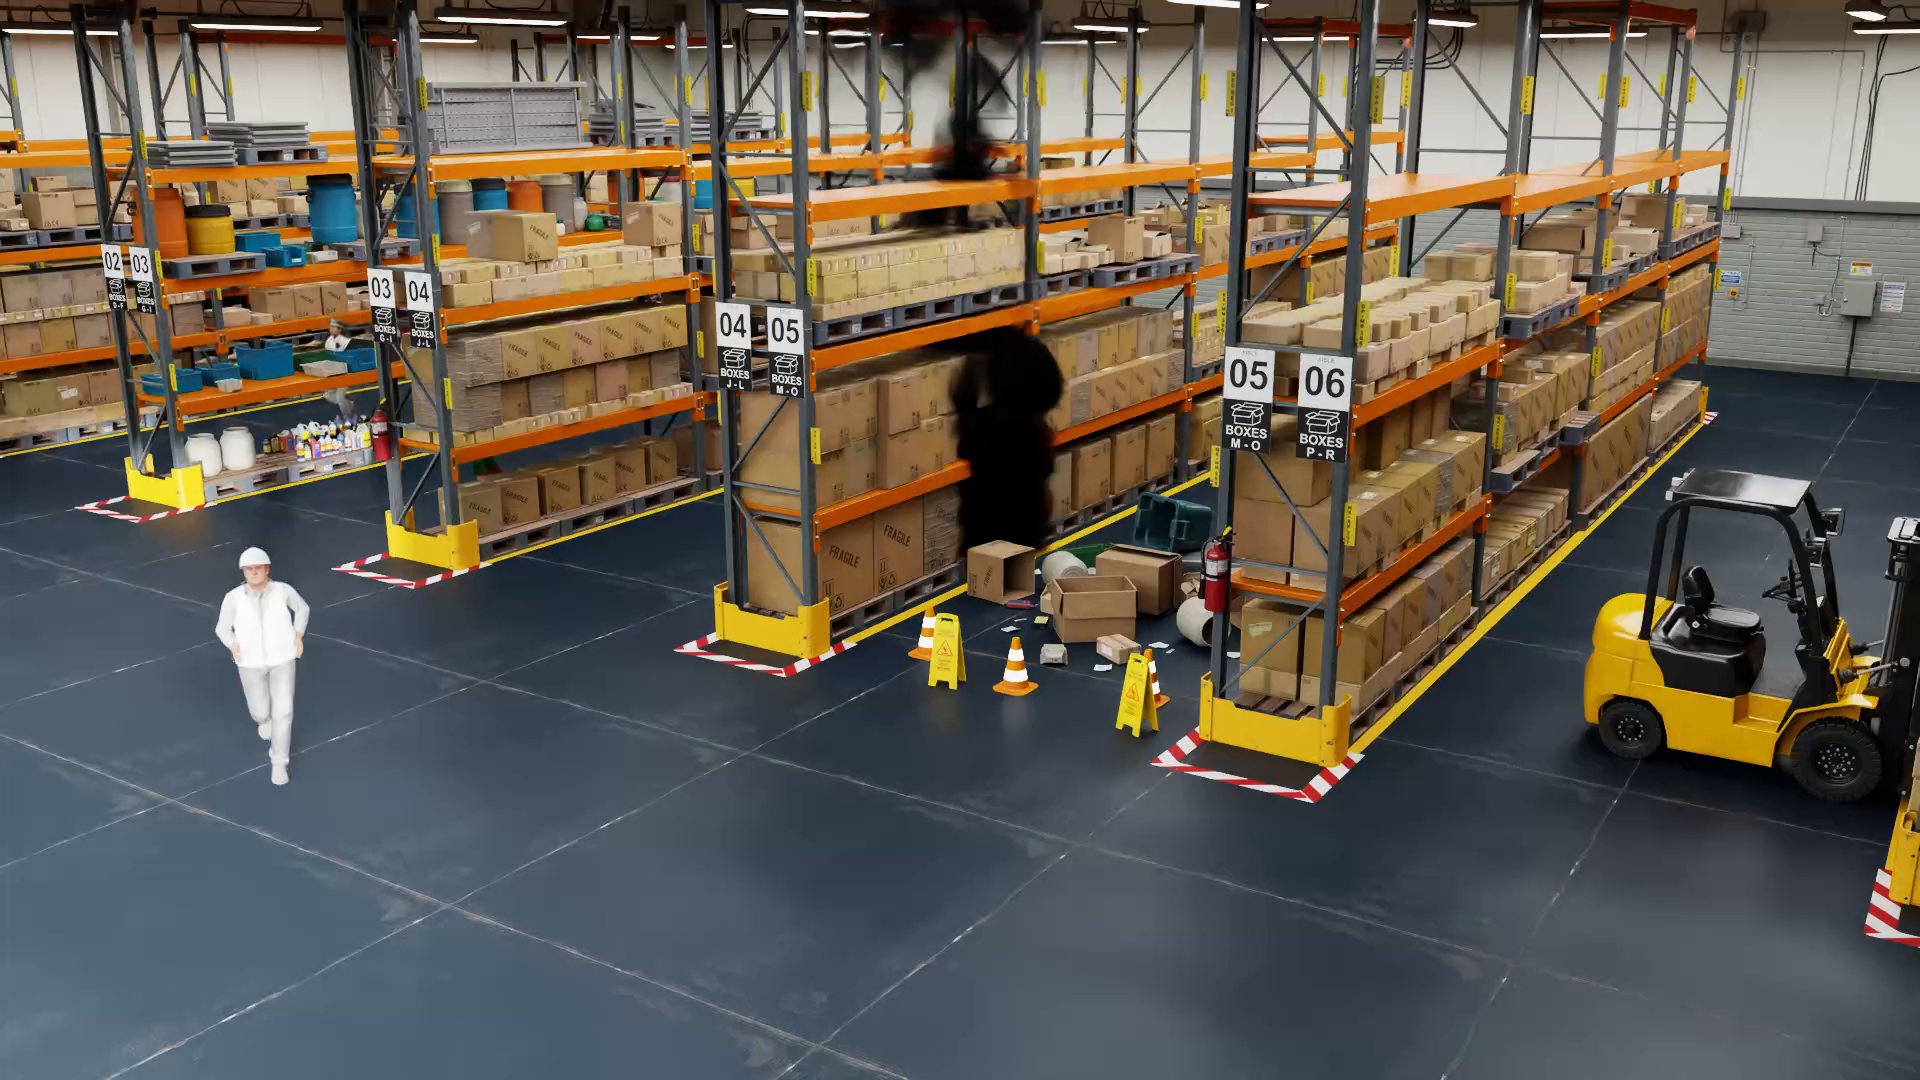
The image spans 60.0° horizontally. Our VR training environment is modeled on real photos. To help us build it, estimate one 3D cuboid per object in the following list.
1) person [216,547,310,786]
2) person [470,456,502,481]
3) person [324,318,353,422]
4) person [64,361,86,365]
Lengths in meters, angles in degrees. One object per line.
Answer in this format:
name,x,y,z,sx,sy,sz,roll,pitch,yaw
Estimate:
person,-5.300,0.912,12.727,0.671,1.770,0.867,-6,17,-20
person,-5.935,-1.334,20.657,0.648,1.845,0.799,10,18,32
person,-9.452,-2.558,25.338,0.599,1.647,0.539,7,17,24
person,-14.105,-2.877,26.433,0.572,1.633,0.916,7,17,23
